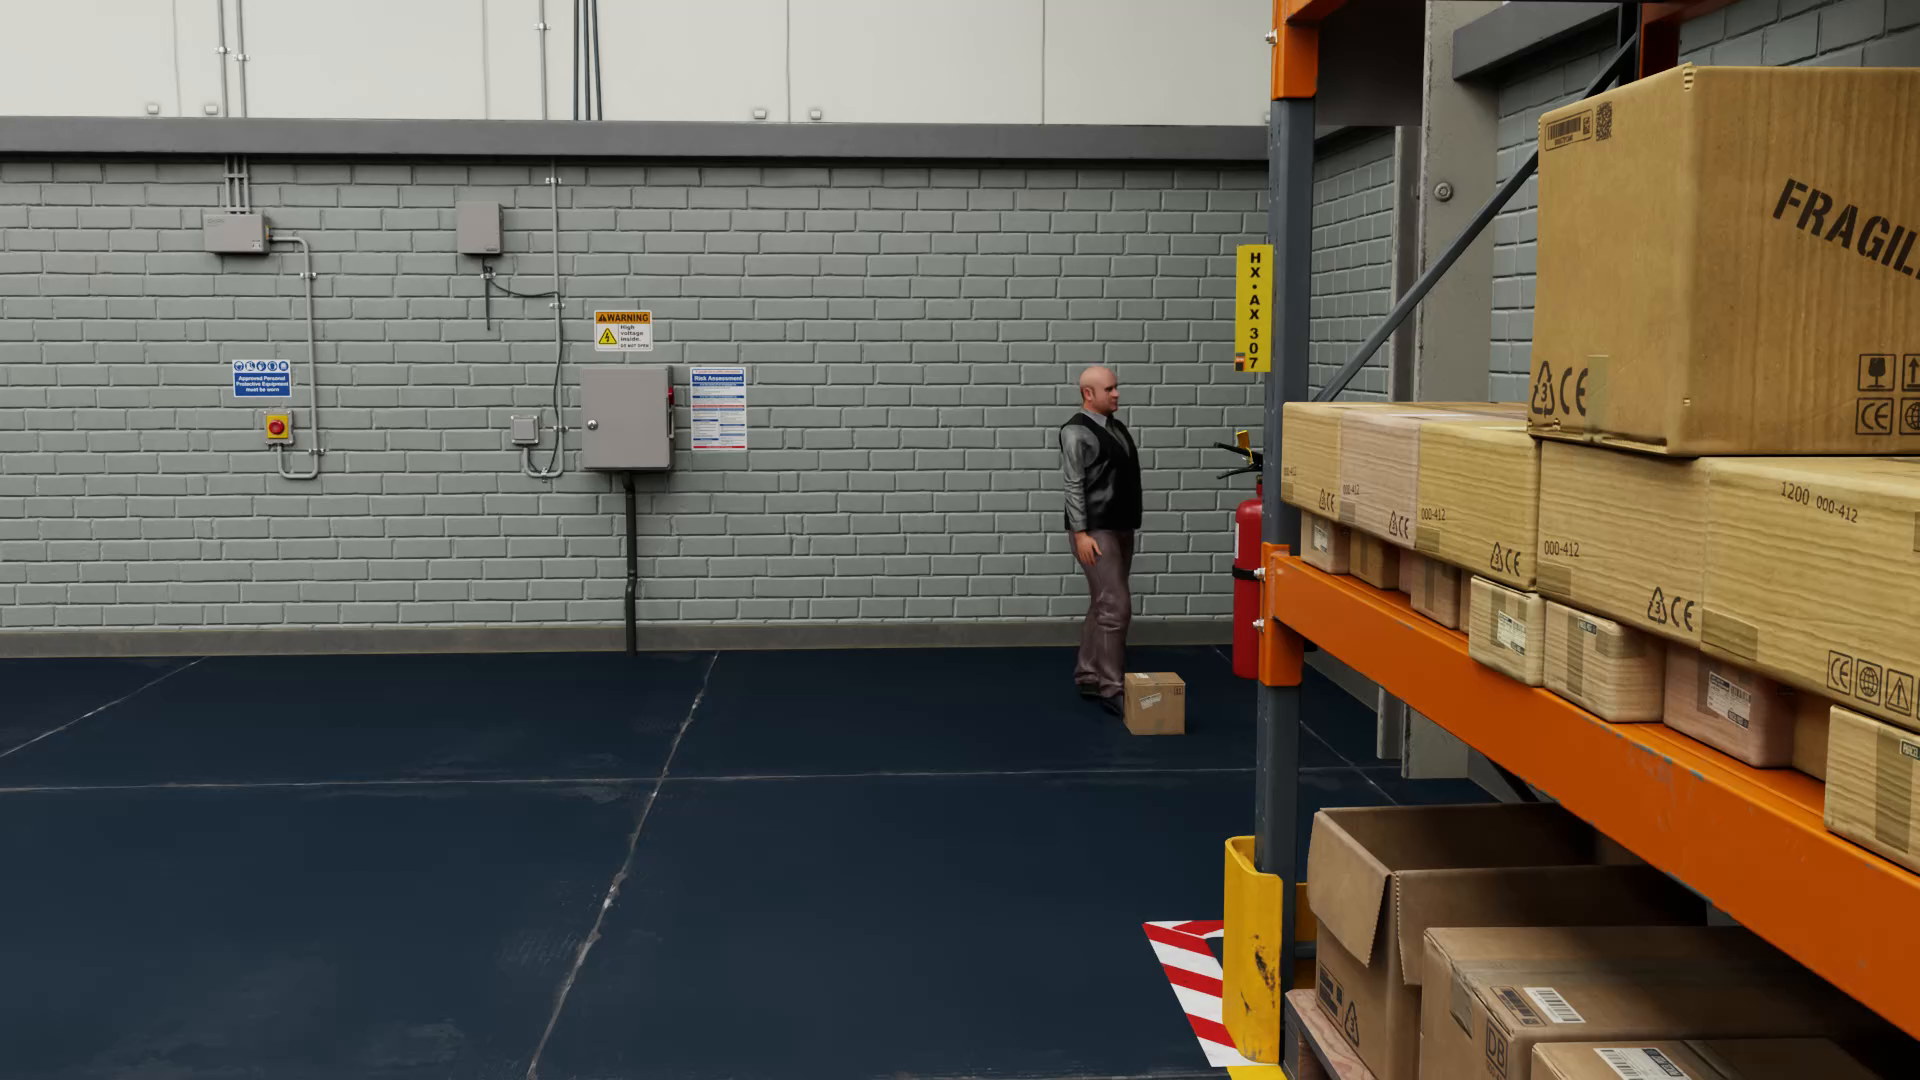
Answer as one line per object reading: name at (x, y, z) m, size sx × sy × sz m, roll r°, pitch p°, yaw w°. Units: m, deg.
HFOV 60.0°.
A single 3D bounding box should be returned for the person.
person at (0.811, -0.004, 8.406) m, size 0.549 × 1.745 × 0.565 m, roll 4°, pitch 8°, yaw 32°
